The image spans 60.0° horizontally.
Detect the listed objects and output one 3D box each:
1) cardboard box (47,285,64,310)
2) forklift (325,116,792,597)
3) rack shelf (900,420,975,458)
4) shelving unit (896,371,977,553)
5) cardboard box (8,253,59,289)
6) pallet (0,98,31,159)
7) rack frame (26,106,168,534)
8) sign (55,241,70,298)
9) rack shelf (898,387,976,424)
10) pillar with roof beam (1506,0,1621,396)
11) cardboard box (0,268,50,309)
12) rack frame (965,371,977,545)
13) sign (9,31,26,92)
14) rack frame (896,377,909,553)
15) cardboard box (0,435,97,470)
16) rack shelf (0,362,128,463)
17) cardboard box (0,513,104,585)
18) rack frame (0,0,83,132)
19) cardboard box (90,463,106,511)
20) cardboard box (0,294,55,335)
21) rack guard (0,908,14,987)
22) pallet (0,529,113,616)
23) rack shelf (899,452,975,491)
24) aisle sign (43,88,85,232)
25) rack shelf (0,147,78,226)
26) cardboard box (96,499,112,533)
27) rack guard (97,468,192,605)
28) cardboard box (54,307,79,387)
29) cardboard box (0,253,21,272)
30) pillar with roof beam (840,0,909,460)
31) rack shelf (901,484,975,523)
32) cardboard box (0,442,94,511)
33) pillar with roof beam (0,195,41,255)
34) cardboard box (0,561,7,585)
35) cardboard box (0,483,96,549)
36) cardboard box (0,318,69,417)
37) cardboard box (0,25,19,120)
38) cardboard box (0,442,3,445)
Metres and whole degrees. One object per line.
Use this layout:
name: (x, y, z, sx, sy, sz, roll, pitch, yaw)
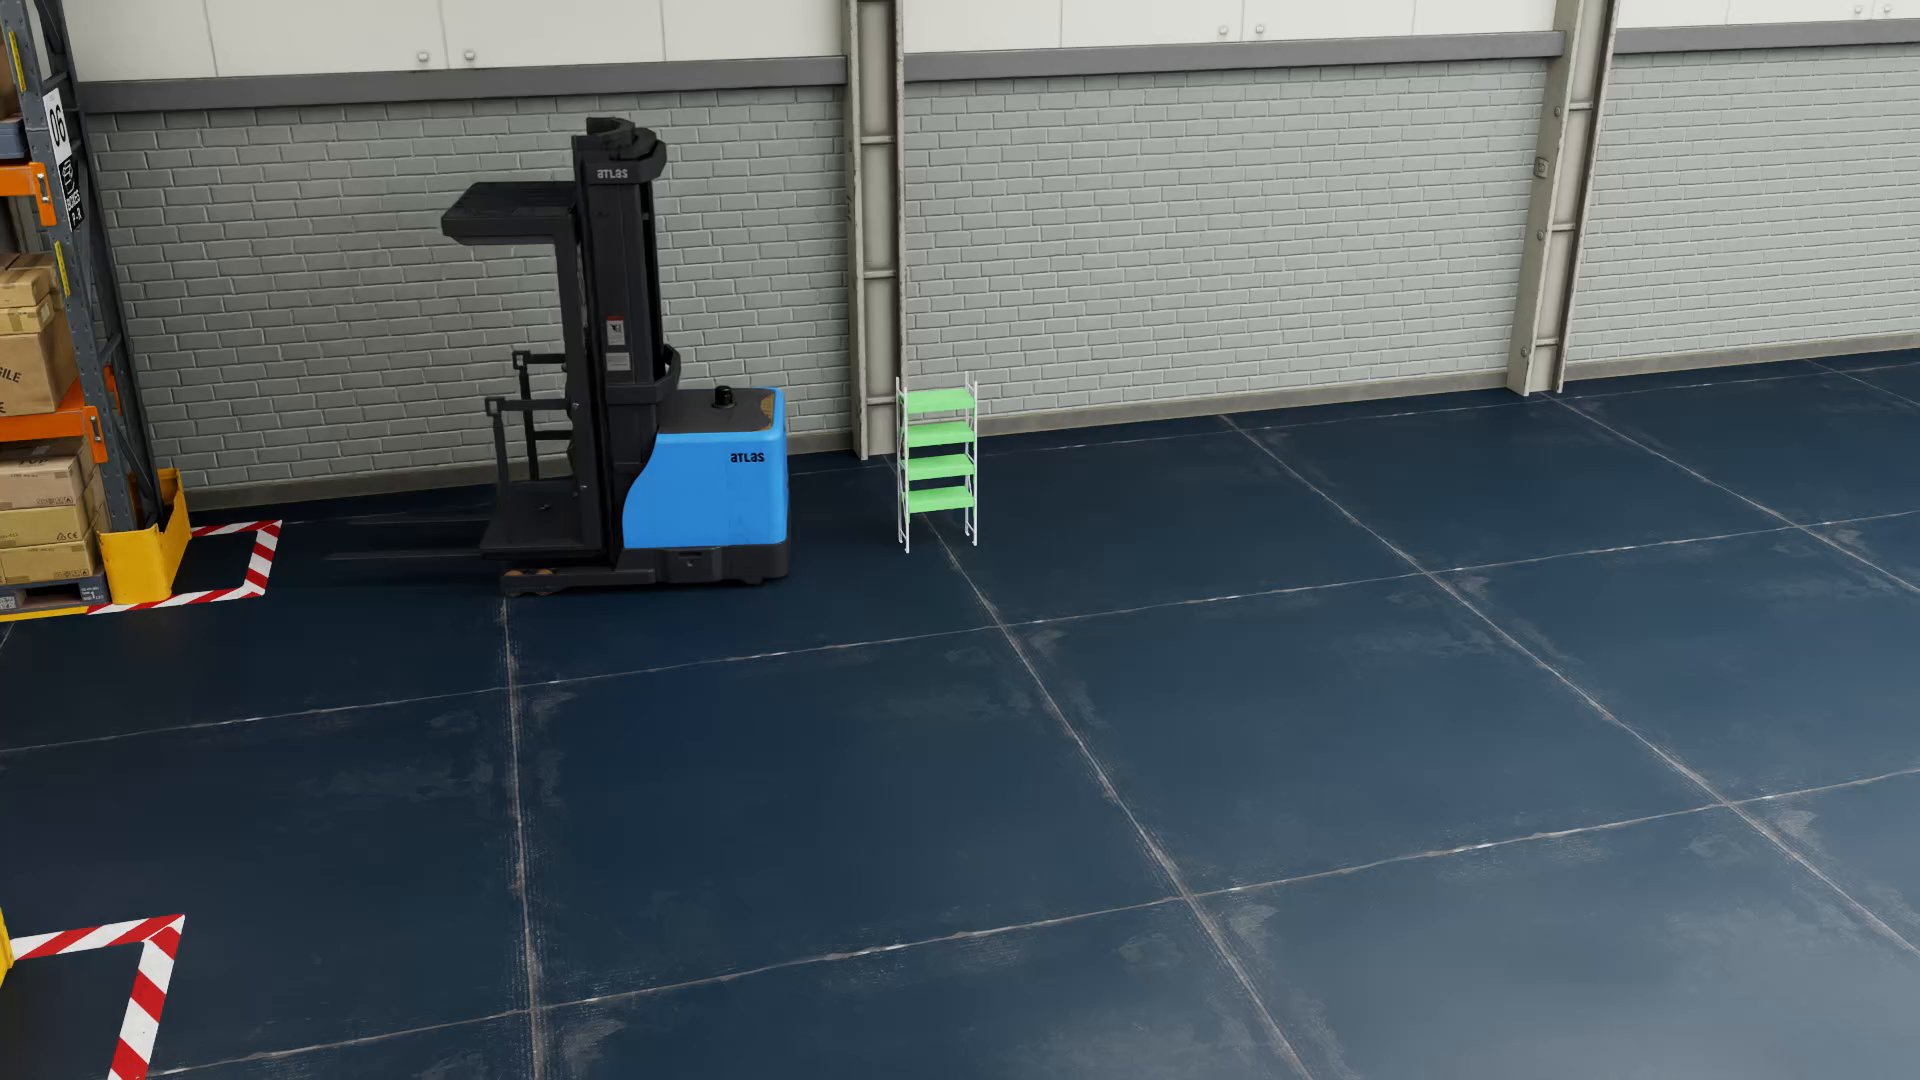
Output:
cardboard box: (-5.900, -1.593, 10.708, 0.250, 0.149, 0.380, -7, 24, -16)
forklift: (-2.678, -1.194, 10.815, 3.031, 2.935, 1.130, -2, 23, -4)
rack shelf: (-0.159, -0.696, 11.403, 0.480, 0.148, 0.258, -6, 24, -14)
shelving unit: (-0.159, -0.534, 11.472, 0.503, 1.200, 0.258, -6, 24, -14)
cardboard box: (-5.884, -1.712, 10.610, 0.250, 0.149, 0.380, -7, 24, -15)
pallet: (-6.191, -2.459, 9.984, 1.213, 0.211, 1.003, -6, 24, -14)
rack frame: (-5.503, -1.186, 10.711, 0.127, 3.000, 1.000, -6, 24, -14)
sign: (-5.370, -1.620, 9.952, 0.005, 0.325, 0.100, -6, 24, -14)
rack shelf: (-0.159, -0.916, 11.308, 0.480, 0.148, 0.258, -6, 24, -14)
pillar with roof beam: (6.300, -3.855, 9.322, 0.400, 9.000, 9.100, -6, 24, -14)
cardboard box: (-5.791, -1.549, 10.229, 0.250, 0.149, 0.380, -6, 24, -14)
rack frame: (0.076, -0.560, 11.533, 0.015, 1.200, 0.240, -6, 24, -14)
sign: (-5.370, -2.728, 9.477, 0.005, 0.325, 0.100, -6, 24, -14)
rack frame: (-0.394, -0.508, 11.412, 0.015, 1.200, 0.240, -6, 24, -14)
cardboard box: (-6.017, -0.596, 11.021, 0.500, 0.250, 0.500, -7, 24, -15)
rack shelf: (-7.429, -0.643, 10.356, 4.000, 0.370, 1.077, -6, 24, -14)
cardboard box: (-5.870, 0.054, 10.774, 0.500, 0.250, 0.500, -6, 24, -14)
rack frame: (-5.503, -3.943, 9.528, 0.127, 3.000, 1.000, -6, 24, -14)
cardboard box: (-6.012, -0.374, 11.139, 0.500, 0.250, 0.500, -6, 24, -13)
cardboard box: (-5.761, -1.387, 10.229, 0.250, 0.149, 0.380, -6, 24, -14)
rack guard: (-4.232, 1.855, 6.794, 0.348, 0.500, 1.175, -6, 24, -14)
pallet: (-6.228, 0.192, 11.034, 1.213, 0.211, 1.003, -6, 24, -14)
rack shelf: (-0.159, -0.475, 11.497, 0.480, 0.148, 0.258, -6, 24, -14)
aisle sign: (-5.361, -2.276, 9.955, 0.004, 0.787, 0.394, -6, 24, -14)
rack shelf: (-7.429, -2.021, 9.765, 4.000, 0.370, 1.077, -6, 24, -14)
cardboard box: (-6.029, -0.138, 11.221, 0.500, 0.250, 0.500, -6, 24, -14)
rack guard: (-5.480, -0.040, 11.210, 0.348, 0.500, 1.175, -6, 24, -14)
cardboard box: (-6.055, -1.285, 10.814, 0.500, 0.500, 0.500, -6, 24, -13)
cardboard box: (-6.157, -1.708, 10.599, 0.250, 0.149, 0.380, -5, 24, -13)
pillar with roof beam: (0.523, -3.216, 7.833, 0.400, 9.000, 9.100, -6, 24, -14)
rack shelf: (-0.159, -0.254, 11.592, 0.480, 0.148, 0.258, -6, 24, -14)
cardboard box: (-5.862, -0.408, 10.583, 0.500, 0.250, 0.500, -5, 24, -13)
pillar with roof beam: (-5.254, -2.577, 6.343, 0.400, 9.000, 9.100, -6, 24, -14)
cardboard box: (-6.352, 0.104, 10.659, 0.500, 0.250, 0.500, -6, 24, -14)
cardboard box: (-5.888, -0.175, 10.674, 0.500, 0.250, 0.500, -7, 24, -15)
cardboard box: (-5.906, -1.080, 10.336, 0.500, 0.500, 0.500, -7, 24, -16)
cardboard box: (-5.864, -2.710, 9.671, 0.500, 0.500, 0.500, -6, 24, -13)
cardboard box: (-6.497, -0.541, 10.894, 0.500, 0.250, 0.500, -6, 24, -14)
